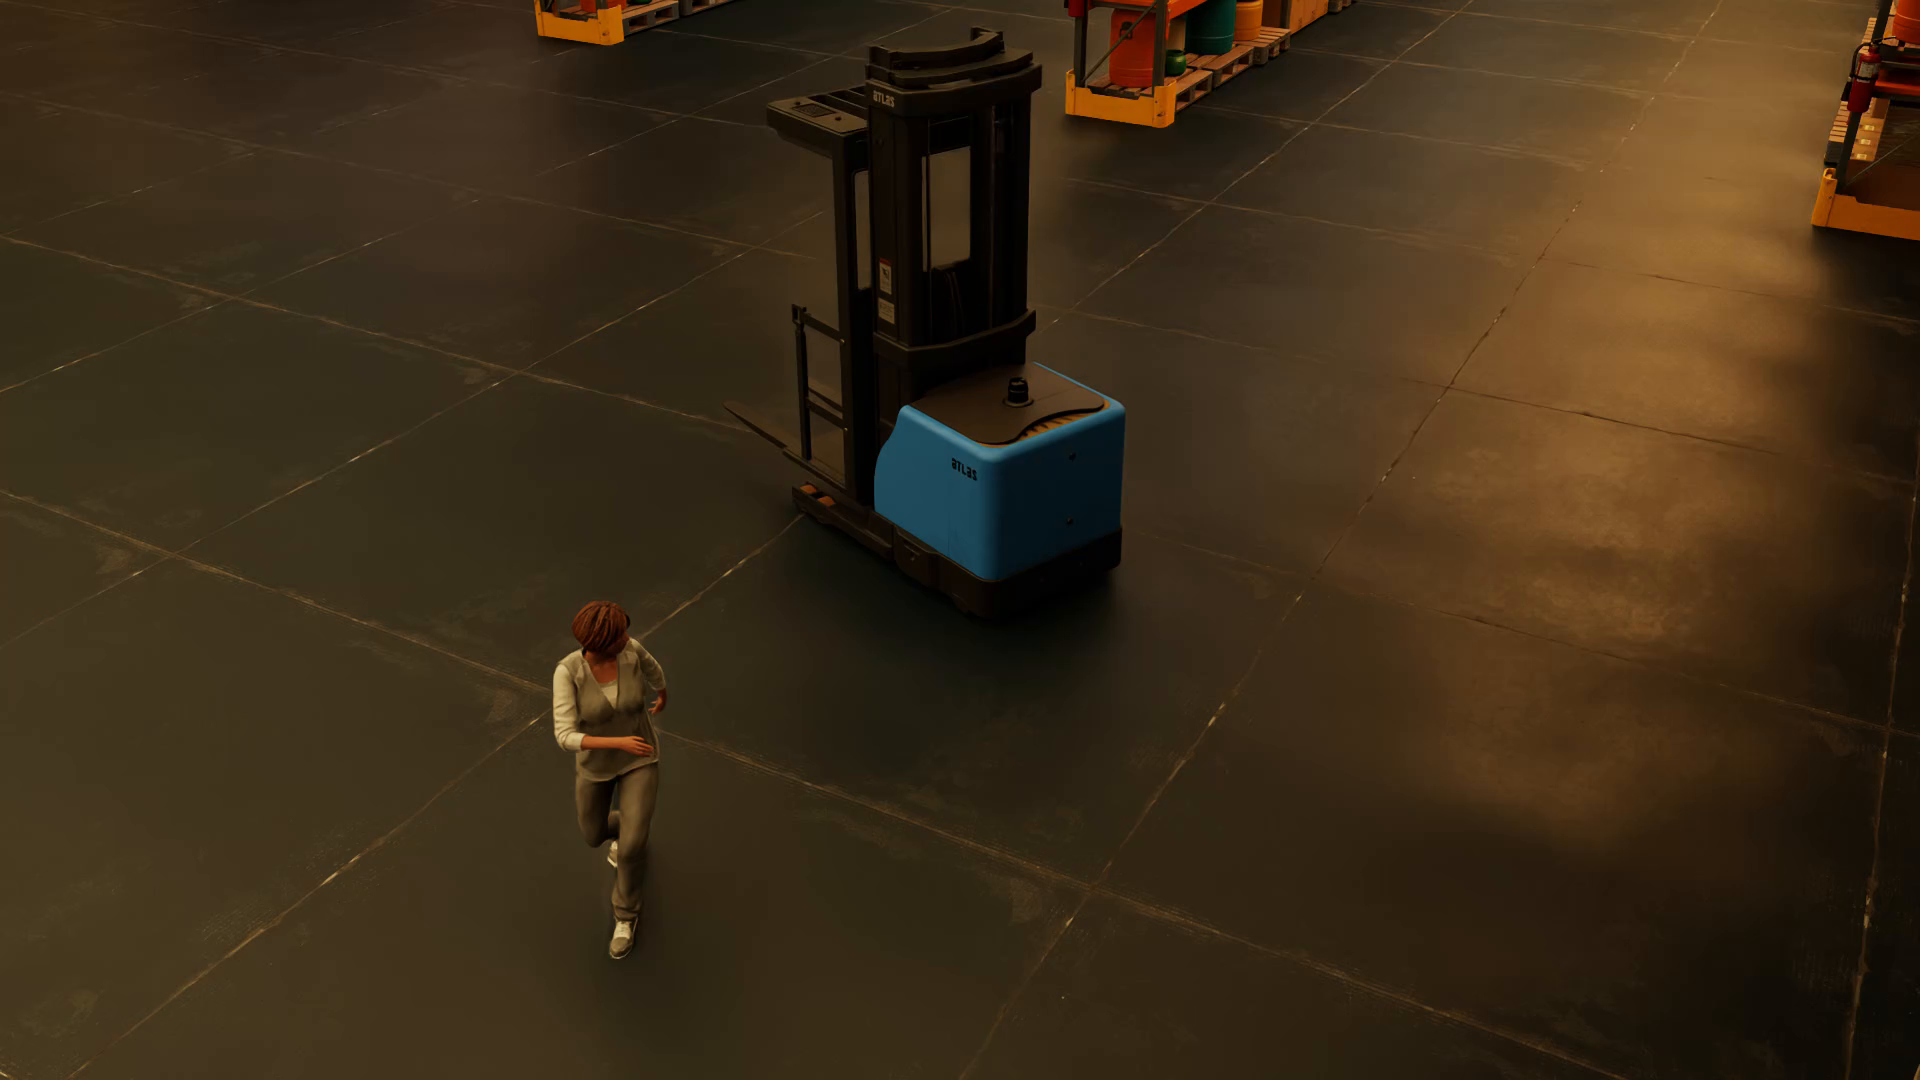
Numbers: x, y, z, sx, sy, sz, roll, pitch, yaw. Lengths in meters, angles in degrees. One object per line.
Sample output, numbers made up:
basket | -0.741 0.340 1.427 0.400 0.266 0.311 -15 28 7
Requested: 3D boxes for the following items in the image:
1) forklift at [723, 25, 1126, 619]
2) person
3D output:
forklift | -0.382 -1.507 9.682 1.130 2.935 3.031 -22 37 -33
person | -1.430 0.915 6.938 0.438 1.518 0.794 -5 30 -8
